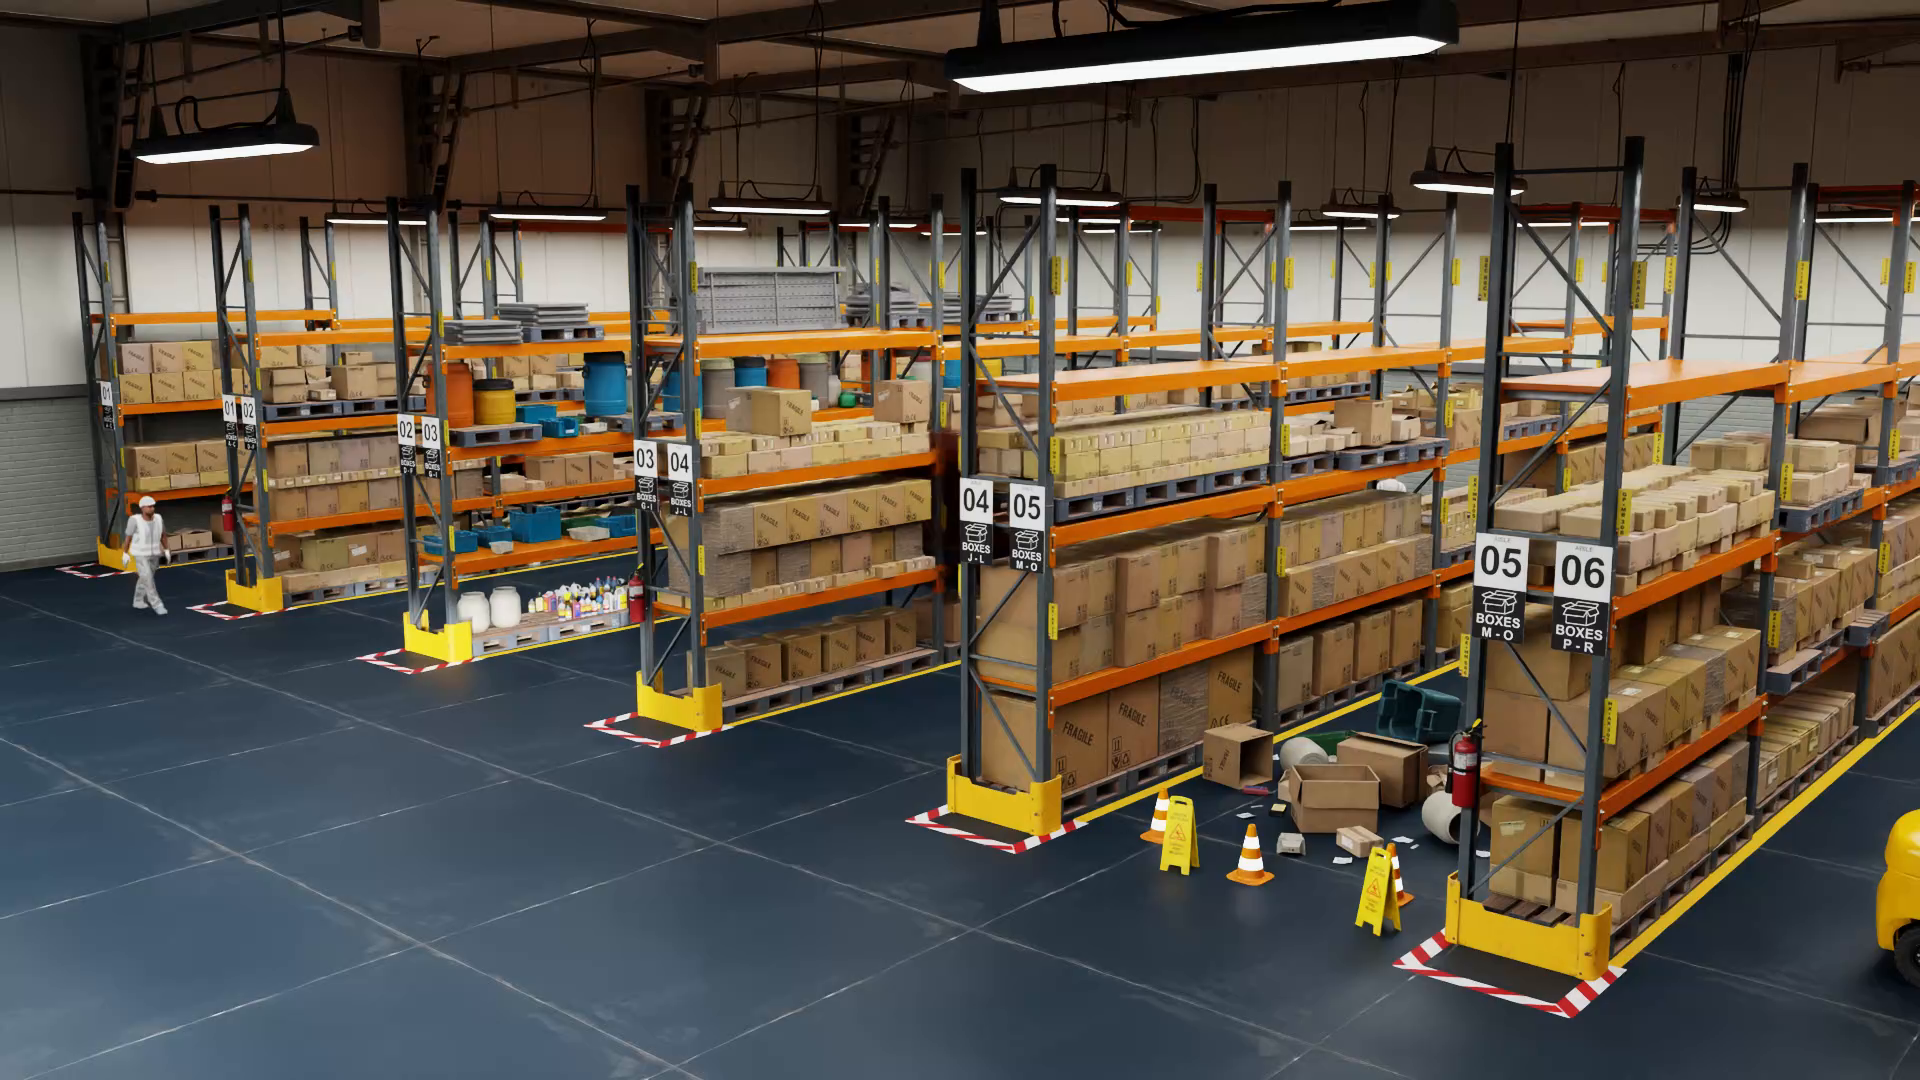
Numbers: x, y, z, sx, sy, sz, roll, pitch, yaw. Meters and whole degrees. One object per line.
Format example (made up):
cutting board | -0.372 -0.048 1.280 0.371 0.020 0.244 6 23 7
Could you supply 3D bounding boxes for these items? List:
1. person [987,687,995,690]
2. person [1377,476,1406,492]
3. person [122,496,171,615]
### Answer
person | 0.557 1.099 17.999 0.800 1.761 0.620 -7 12 -35
person | 7.299 -0.393 28.282 0.578 1.766 0.477 2 10 14
person | -12.020 0.202 24.667 0.983 1.717 0.603 5 11 28
